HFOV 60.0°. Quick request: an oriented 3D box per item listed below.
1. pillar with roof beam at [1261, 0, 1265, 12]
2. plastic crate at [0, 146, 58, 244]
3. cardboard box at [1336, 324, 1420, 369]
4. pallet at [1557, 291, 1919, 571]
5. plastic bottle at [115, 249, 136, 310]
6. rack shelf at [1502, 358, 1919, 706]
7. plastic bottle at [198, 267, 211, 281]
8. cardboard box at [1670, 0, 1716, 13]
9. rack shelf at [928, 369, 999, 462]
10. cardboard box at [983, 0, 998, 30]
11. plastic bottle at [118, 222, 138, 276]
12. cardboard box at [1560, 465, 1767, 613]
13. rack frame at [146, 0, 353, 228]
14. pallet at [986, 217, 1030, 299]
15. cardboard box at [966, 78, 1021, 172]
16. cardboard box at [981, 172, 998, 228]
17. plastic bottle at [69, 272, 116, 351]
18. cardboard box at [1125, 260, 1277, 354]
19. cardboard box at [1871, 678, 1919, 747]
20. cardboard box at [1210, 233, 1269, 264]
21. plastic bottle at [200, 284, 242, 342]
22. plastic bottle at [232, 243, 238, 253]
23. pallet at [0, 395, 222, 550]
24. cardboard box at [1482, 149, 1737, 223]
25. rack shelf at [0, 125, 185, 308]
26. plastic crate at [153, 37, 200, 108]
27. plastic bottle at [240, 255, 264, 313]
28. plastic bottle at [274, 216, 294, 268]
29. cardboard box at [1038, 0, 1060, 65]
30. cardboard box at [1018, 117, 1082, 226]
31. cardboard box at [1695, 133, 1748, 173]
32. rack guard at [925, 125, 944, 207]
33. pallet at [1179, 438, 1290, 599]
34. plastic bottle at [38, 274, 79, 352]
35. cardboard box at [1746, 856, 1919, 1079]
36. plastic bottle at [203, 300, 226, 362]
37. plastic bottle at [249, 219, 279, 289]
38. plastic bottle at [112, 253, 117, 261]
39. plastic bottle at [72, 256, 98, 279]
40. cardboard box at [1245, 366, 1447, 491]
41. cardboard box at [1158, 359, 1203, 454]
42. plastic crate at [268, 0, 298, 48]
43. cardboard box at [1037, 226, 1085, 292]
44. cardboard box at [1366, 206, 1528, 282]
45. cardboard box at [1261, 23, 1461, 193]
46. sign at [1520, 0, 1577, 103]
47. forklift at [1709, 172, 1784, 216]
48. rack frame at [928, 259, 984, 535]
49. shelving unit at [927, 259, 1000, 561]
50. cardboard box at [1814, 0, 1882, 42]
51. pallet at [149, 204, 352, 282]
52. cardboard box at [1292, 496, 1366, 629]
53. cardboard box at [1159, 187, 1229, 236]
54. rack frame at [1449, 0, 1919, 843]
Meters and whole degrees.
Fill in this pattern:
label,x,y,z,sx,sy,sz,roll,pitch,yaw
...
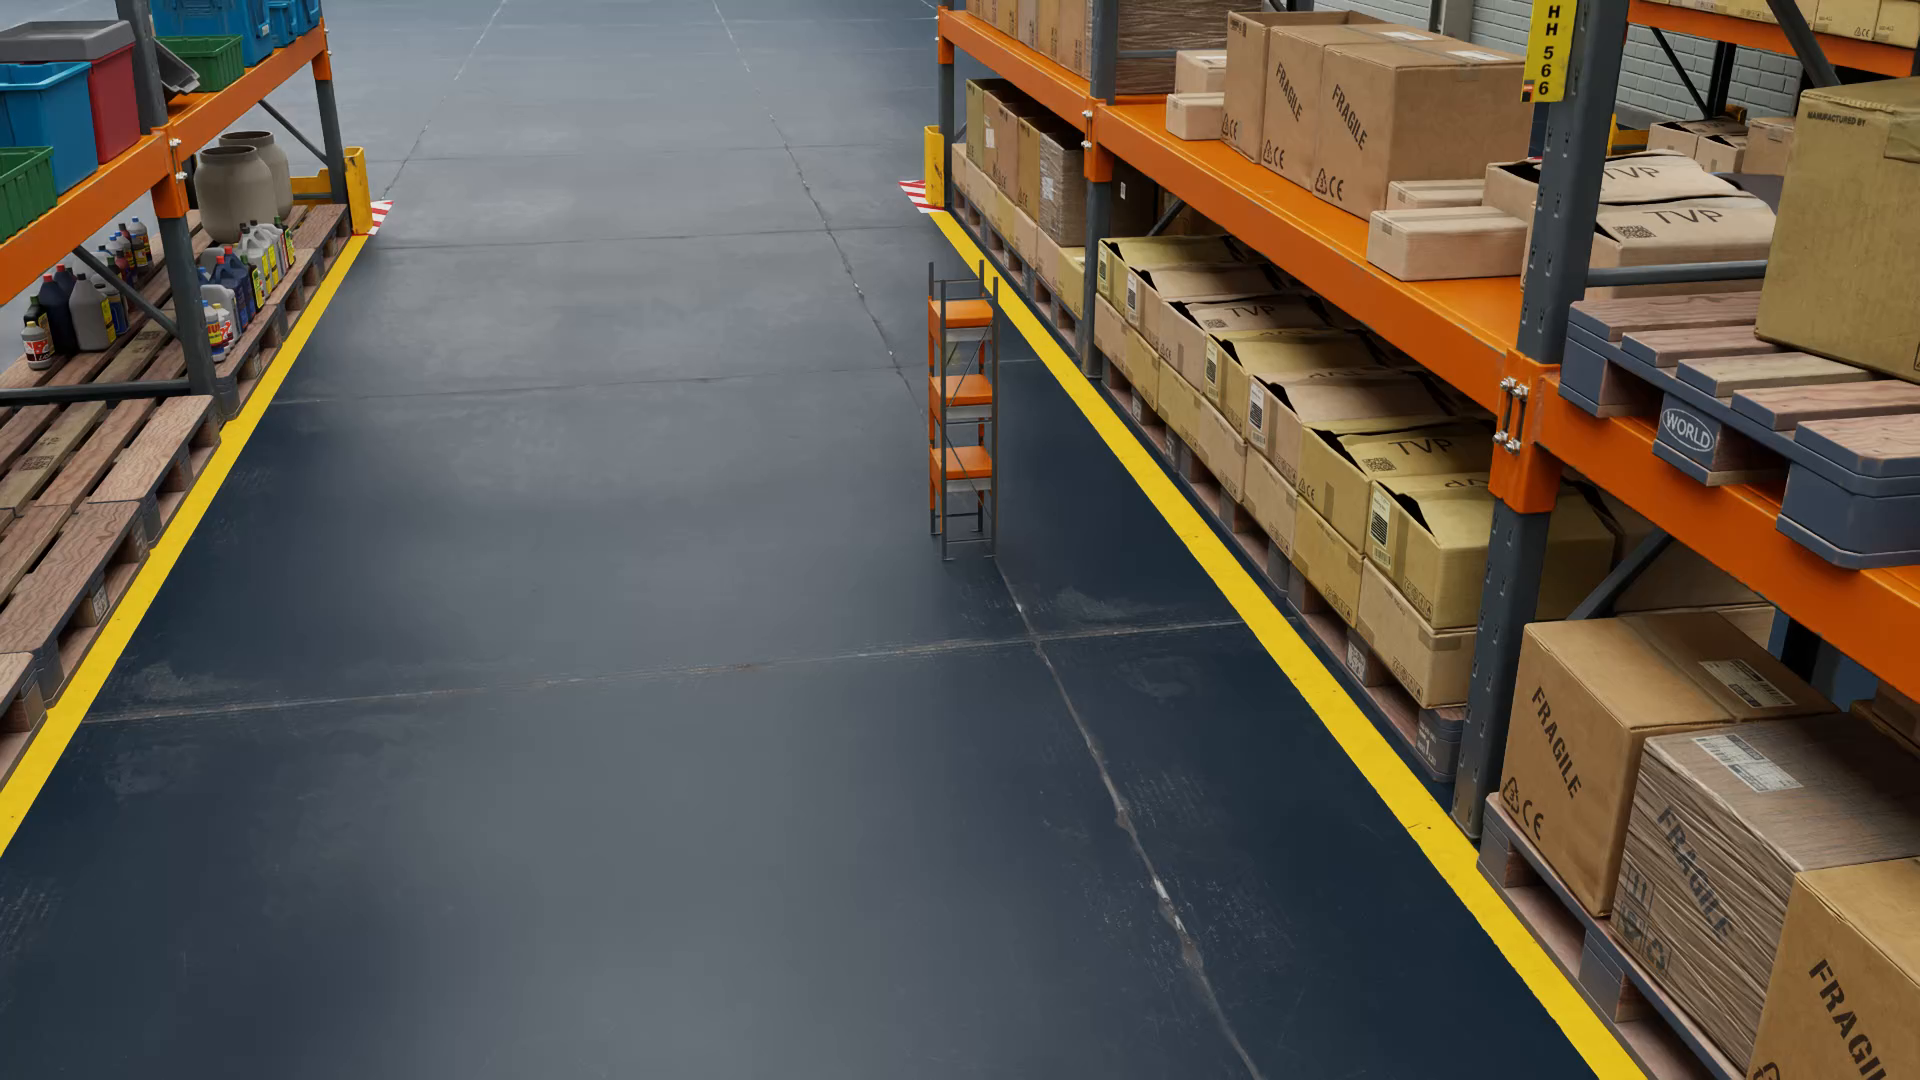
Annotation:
label,x,y,z,sx,sy,sz,roll,pitch,yaw
pillar with roof beam,-0.248,-11.086,20.391,9.100,9.000,0.400,-4,24,-10
plastic crate,-3.175,-1.079,5.238,0.450,0.188,0.662,-4,24,-10
cardboard box,1.733,-0.658,6.220,0.500,0.311,0.500,-5,24,-10
pallet,2.028,-0.283,3.390,1.213,0.211,1.003,-4,24,-10
plastic bottle,-4.193,-1.304,8.332,0.061,0.283,0.133,-4,24,-10
rack shelf,2.204,0.484,2.293,1.077,0.370,4.000,-4,24,-10
plastic bottle,-3.661,-1.188,8.082,0.097,0.271,0.097,0,24,0
cardboard box,5.111,-3.669,11.065,0.500,0.250,0.500,-5,24,-11
rack shelf,0.010,-0.450,5.996,0.215,0.259,0.240,-4,24,-10
cardboard box,0.530,-3.434,10.240,0.700,0.500,0.500,-4,24,-8
plastic bottle,-4.461,-1.544,8.882,0.061,0.283,0.133,-4,24,-9
cardboard box,2.026,-0.049,4.825,0.500,0.311,0.500,-4,24,-8
rack frame,-4.514,-3.414,10.319,1.000,3.000,0.127,-4,24,-10
pallet,0.760,-1.725,9.935,1.003,0.211,1.213,-4,24,-10
cardboard box,0.330,-2.631,10.500,0.500,0.500,0.500,-4,24,-10
cardboard box,0.423,-2.091,10.200,0.500,0.250,0.500,-4,24,-10
plastic bottle,-4.035,-1.071,7.714,0.144,0.351,0.185,-4,24,-10
cardboard box,1.014,-1.017,7.040,0.500,0.311,0.500,-5,24,-10
cardboard box,2.252,0.340,3.360,0.500,0.250,0.500,-3,24,-8
cardboard box,1.451,-1.257,7.590,0.500,0.311,0.500,-4,24,-10
plastic bottle,-3.489,-1.077,7.821,0.152,0.276,0.135,-3,24,-8
plastic bottle,-3.817,-1.471,8.817,0.097,0.201,0.097,0,24,0
pallet,-3.591,-0.257,6.574,1.003,0.211,1.213,-4,24,-10
cardboard box,1.859,-0.958,4.806,0.500,0.311,0.500,-5,24,-10
rack shelf,-3.404,-0.724,5.059,1.077,0.370,4.000,-4,24,-10
plastic crate,-3.746,-2.027,7.222,0.767,0.338,0.504,-4,24,-10
plastic bottle,-3.540,-1.288,8.295,0.061,0.283,0.133,-3,24,-7
plastic bottle,-3.704,-1.636,9.092,0.061,0.283,0.133,-4,24,-8
cardboard box,0.813,-2.830,8.857,0.700,0.500,0.500,-4,24,-9
cardboard box,0.617,-2.042,9.151,0.500,0.500,0.500,-4,24,-10
cardboard box,5.367,-2.613,11.296,0.500,0.311,0.500,-2,24,-5
rack guard,0.350,-2.643,11.677,1.175,0.500,0.348,-4,24,-10
pallet,1.498,-0.160,6.352,1.003,0.211,1.213,-4,24,-10
plastic bottle,-4.176,-1.060,7.690,0.144,0.351,0.185,-5,24,-11
cardboard box,1.828,0.915,2.981,0.500,0.500,0.500,-5,24,-10
plastic bottle,-3.402,-0.950,7.536,0.097,0.271,0.097,0,24,0
plastic bottle,-3.663,-1.491,8.676,0.144,0.351,0.185,-3,24,-8
plastic bottle,-4.385,-1.384,8.617,0.097,0.201,0.097,0,24,0
plastic bottle,-4.272,-1.263,8.153,0.144,0.351,0.185,-4,24,-10
cardboard box,1.302,-0.412,5.656,0.500,0.311,0.500,-4,24,-10
cardboard box,1.117,-0.556,6.687,0.500,0.250,0.500,-5,24,-11
plastic crate,-4.013,-2.915,9.363,0.499,0.251,0.408,-4,24,-10
cardboard box,0.711,-1.502,8.851,0.500,0.250,0.500,-4,24,-10
cardboard box,1.396,-0.850,4.763,0.380,0.149,0.250,-4,24,-10
cardboard box,1.411,-1.544,5.912,0.500,0.500,0.500,-4,24,-10
sign,1.289,-1.120,3.621,0.100,0.325,0.005,-4,24,-10
forklift,4.493,-1.619,6.294,3.031,2.935,1.130,7,25,15
rack frame,-0.013,-0.508,6.102,0.200,1.050,0.008,-4,24,-10
shelving unit,0.010,-0.460,5.992,0.215,1.050,0.252,-4,24,-10
cardboard box,5.384,-3.071,9.697,0.500,0.250,0.500,-4,24,-10
pallet,-4.309,-1.790,10.084,1.003,0.211,1.213,-4,24,-10
cardboard box,1.398,0.044,5.312,0.500,0.250,0.500,-5,24,-10
cardboard box,1.316,-1.687,8.339,0.500,0.500,0.500,-4,24,-10
rack frame,1.834,-0.632,3.950,1.000,3.000,0.127,-4,24,-10
